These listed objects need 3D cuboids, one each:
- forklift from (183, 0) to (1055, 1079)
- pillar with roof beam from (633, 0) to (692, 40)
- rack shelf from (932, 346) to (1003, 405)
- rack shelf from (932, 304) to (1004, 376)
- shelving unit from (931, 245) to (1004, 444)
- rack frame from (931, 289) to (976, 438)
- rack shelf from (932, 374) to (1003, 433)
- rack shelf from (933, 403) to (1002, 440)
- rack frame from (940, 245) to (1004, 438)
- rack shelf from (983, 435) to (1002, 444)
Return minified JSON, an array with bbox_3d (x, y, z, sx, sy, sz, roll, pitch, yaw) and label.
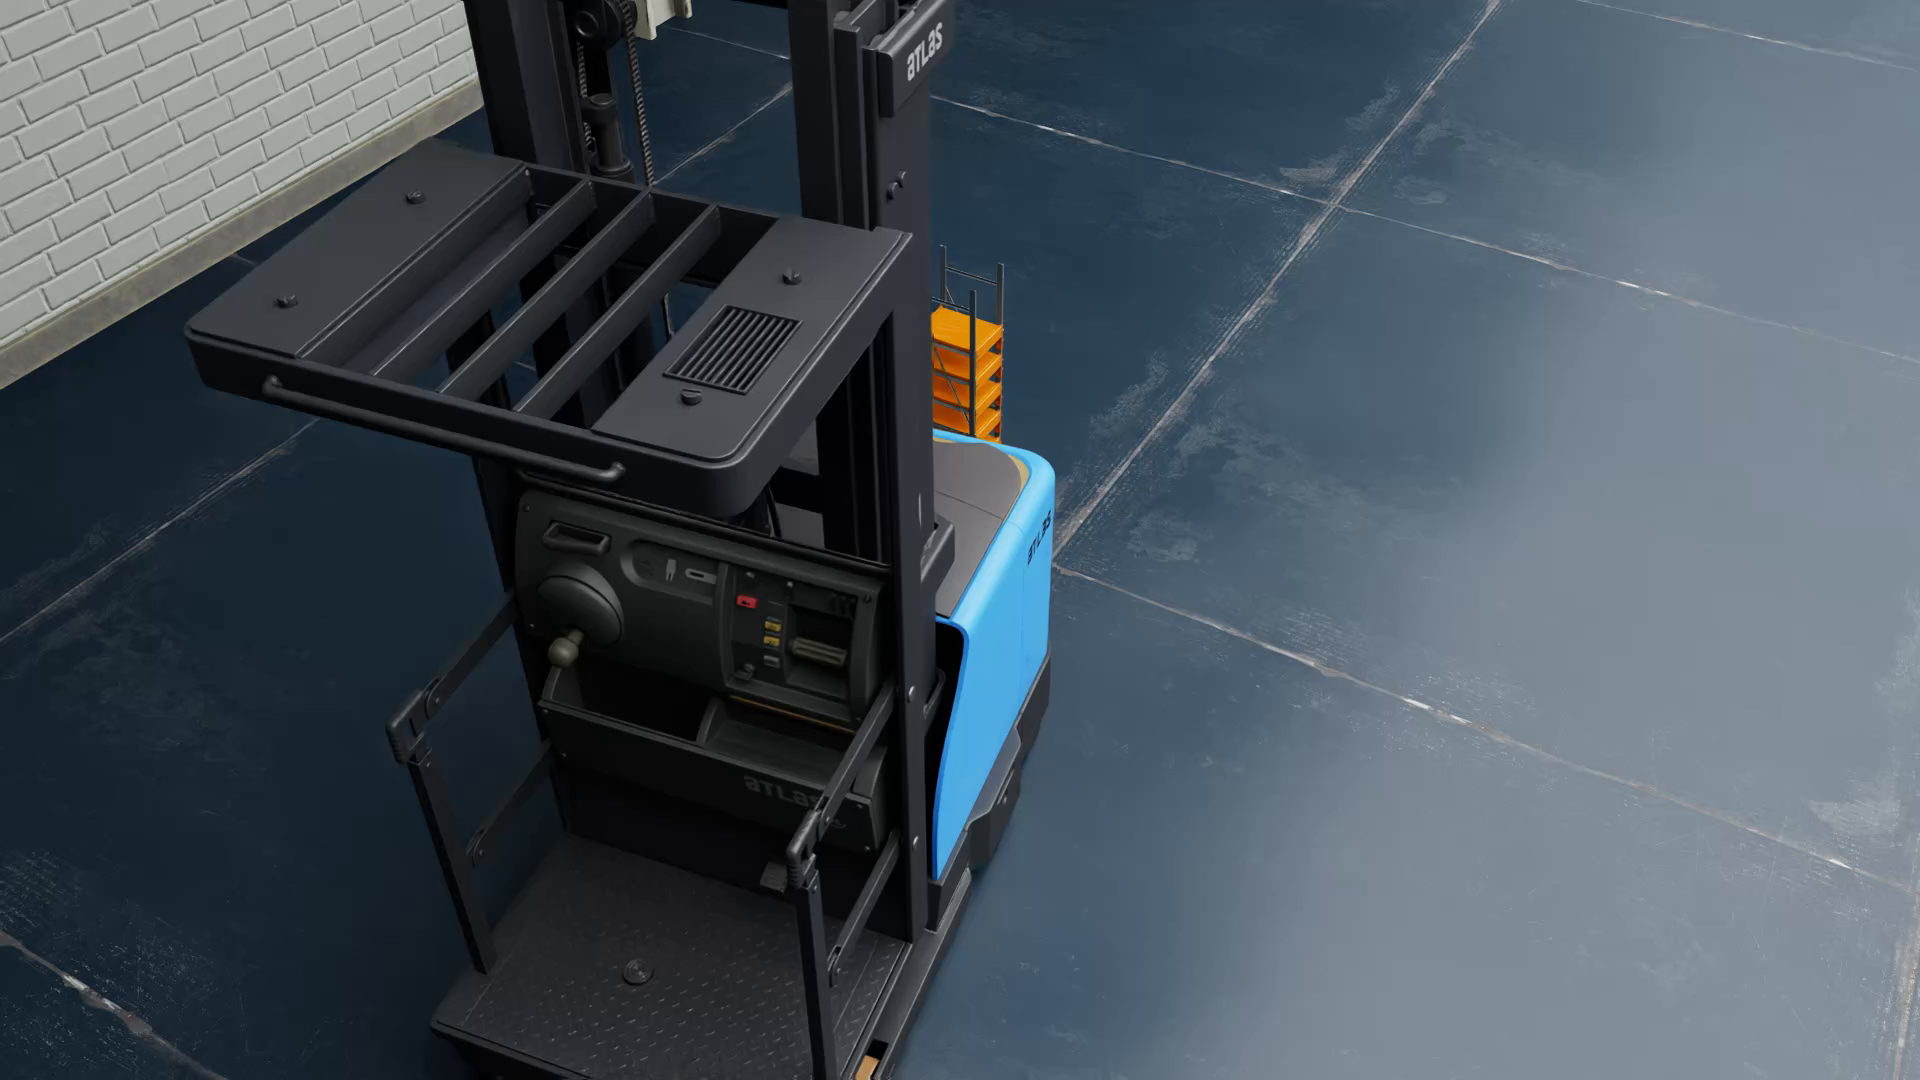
[{"bbox_3d":[-0.702,0.253,3.745,1.130,2.935,3.031,14,43,15],"label":"forklift"},{"bbox_3d":[1.931,-4.969,5.083,9.100,9.000,0.400,21,45,22],"label":"pillar with roof beam"},{"bbox_3d":[-0.007,-0.589,5.715,0.258,0.103,0.180,21,45,22],"label":"rack shelf"},{"bbox_3d":[-0.007,-0.679,5.636,0.258,0.103,0.180,21,45,22],"label":"rack shelf"},{"bbox_3d":[-0.007,-0.442,5.844,0.258,1.200,0.189,21,45,22],"label":"shelving unit"},{"bbox_3d":[-0.053,-0.390,5.785,0.240,1.200,0.006,21,45,22],"label":"rack frame"},{"bbox_3d":[-0.007,-0.499,5.794,0.258,0.103,0.180,21,45,22],"label":"rack shelf"},{"bbox_3d":[-0.007,-0.409,5.873,0.258,0.103,0.180,21,45,22],"label":"rack shelf"},{"bbox_3d":[0.039,-0.494,5.904,0.240,1.200,0.006,21,45,22],"label":"rack frame"},{"bbox_3d":[-0.007,-0.319,5.953,0.258,0.103,0.180,21,45,22],"label":"rack shelf"}]
